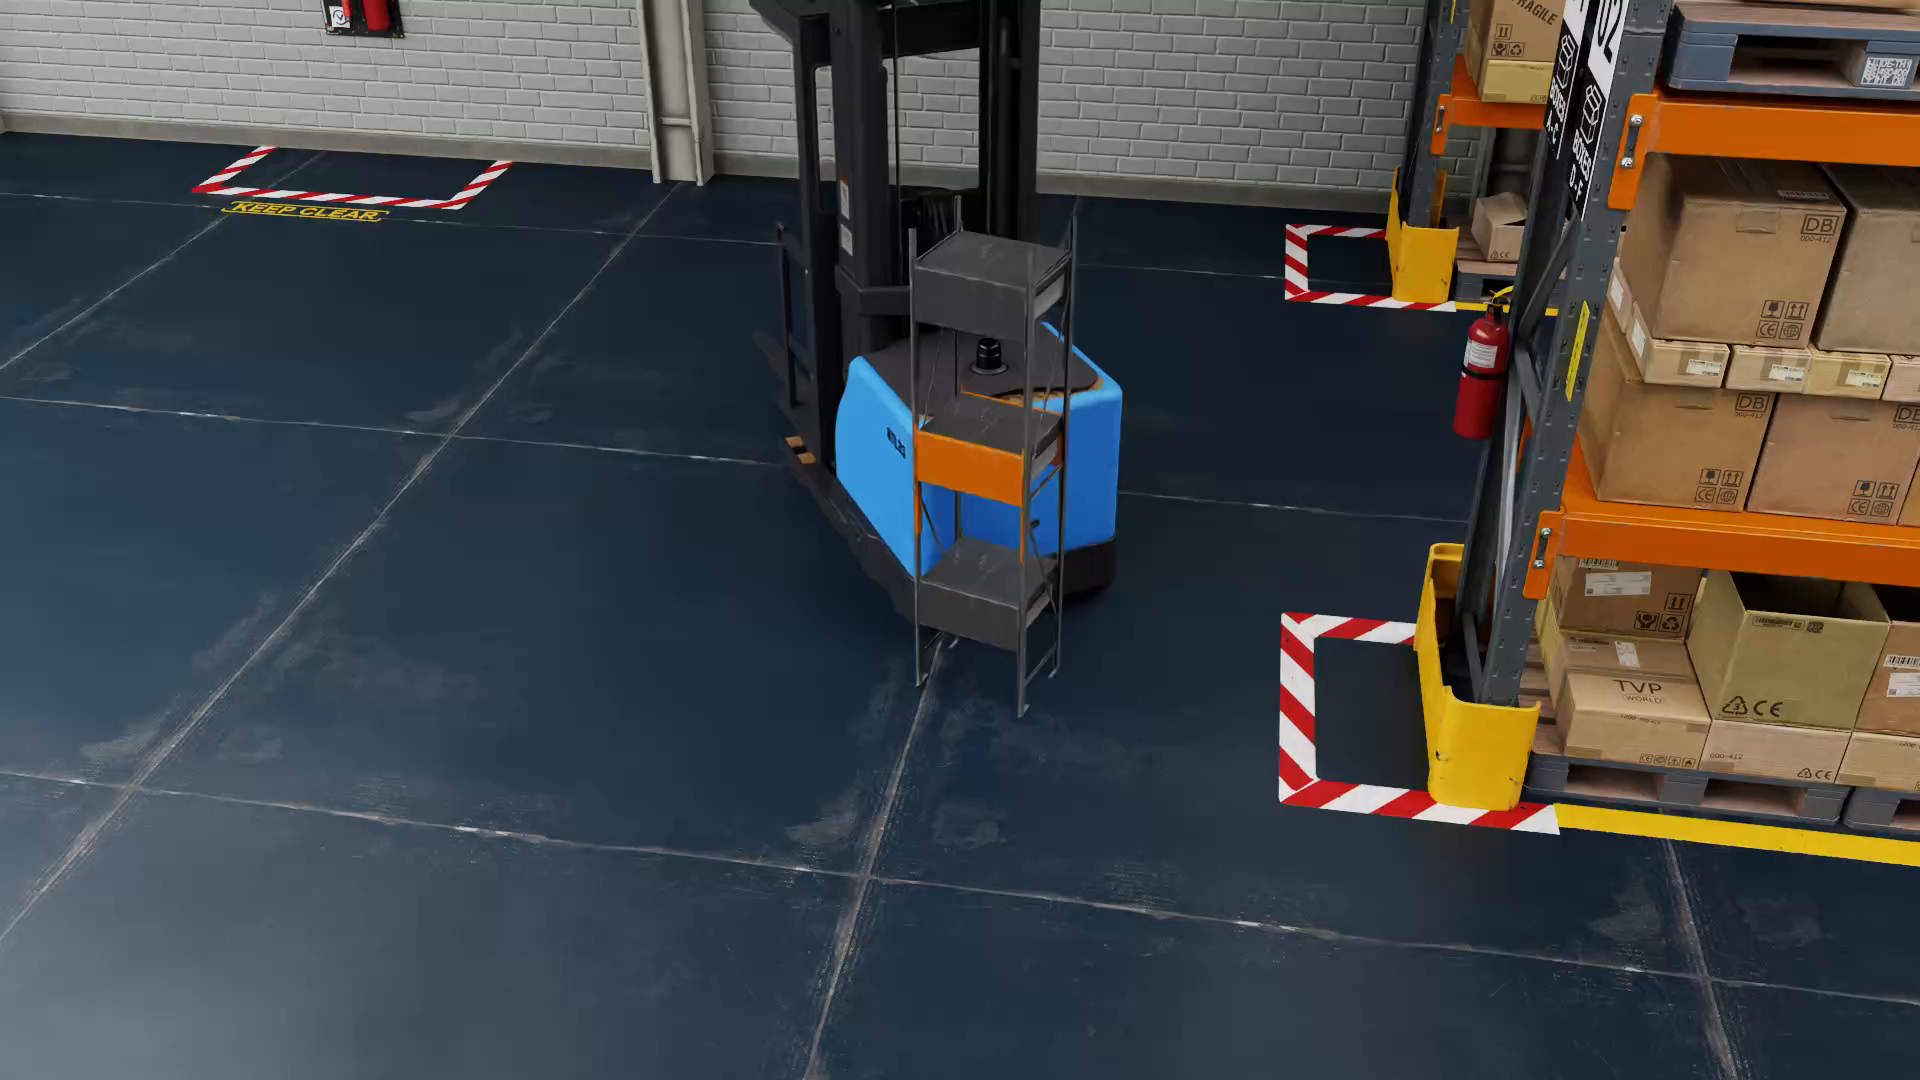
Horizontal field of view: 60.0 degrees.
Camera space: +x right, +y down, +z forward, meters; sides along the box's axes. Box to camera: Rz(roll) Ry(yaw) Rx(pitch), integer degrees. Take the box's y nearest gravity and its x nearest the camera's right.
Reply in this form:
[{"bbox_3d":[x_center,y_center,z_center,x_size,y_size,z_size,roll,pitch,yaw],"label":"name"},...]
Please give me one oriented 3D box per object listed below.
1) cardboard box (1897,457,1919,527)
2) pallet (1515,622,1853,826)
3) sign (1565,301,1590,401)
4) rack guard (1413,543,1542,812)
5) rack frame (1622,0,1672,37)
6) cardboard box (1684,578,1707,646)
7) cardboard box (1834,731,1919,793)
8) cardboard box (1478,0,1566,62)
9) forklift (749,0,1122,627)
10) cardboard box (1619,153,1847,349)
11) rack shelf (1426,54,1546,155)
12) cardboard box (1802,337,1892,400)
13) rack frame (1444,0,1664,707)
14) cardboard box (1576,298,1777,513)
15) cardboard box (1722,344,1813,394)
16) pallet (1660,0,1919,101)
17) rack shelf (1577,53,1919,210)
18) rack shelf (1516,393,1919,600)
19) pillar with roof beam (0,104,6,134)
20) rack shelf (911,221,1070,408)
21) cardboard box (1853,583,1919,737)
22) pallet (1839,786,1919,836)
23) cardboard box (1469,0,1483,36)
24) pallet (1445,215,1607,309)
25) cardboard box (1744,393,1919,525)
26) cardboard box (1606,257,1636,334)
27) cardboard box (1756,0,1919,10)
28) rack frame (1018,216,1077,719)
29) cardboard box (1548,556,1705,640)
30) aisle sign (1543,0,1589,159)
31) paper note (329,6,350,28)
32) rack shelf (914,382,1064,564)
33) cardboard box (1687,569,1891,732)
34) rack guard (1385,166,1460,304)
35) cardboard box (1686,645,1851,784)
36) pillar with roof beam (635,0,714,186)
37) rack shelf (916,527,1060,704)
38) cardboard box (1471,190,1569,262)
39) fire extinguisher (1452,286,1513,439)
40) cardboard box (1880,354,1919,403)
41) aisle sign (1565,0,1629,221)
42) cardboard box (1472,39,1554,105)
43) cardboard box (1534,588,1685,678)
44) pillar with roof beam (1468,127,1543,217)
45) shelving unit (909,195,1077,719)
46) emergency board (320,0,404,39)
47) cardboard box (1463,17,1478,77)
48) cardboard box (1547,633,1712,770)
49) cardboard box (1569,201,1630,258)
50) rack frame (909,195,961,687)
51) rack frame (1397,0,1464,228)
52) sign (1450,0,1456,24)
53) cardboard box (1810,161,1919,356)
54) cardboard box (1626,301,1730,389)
[{"bbox_3d":[3.618,-0.419,5.998,0.500,0.500,0.700,5,32,9],"label":"cardboard box"},{"bbox_3d":[2.914,0.711,6.914,1.213,0.211,1.003,5,32,8],"label":"pallet"},{"bbox_3d":[2.054,-0.628,5.535,0.005,0.325,0.100,5,32,8],"label":"sign"},{"bbox_3d":[2.129,0.541,6.915,0.348,0.500,1.175,5,32,8],"label":"rack guard"},{"bbox_3d":[2.153,-3.060,4.657,0.127,3.000,1.000,5,32,8],"label":"rack frame"},{"bbox_3d":[3.226,0.402,6.976,0.500,0.250,0.500,5,32,8],"label":"cardboard box"},{"bbox_3d":[3.630,0.722,6.465,0.500,0.250,0.500,5,32,8],"label":"cardboard box"},{"bbox_3d":[3.403,-3.171,9.905,0.500,0.500,0.500,5,32,8],"label":"cardboard box"},{"bbox_3d":[-0.317,-1.617,8.070,1.130,2.935,3.031,-13,34,-20],"label":"forklift"},{"bbox_3d":[2.663,-1.056,5.793,0.500,0.500,0.700,5,32,8],"label":"cardboard box"},{"bbox_3d":[4.954,-2.625,10.294,4.000,0.370,1.077,5,32,8],"label":"rack shelf"},{"bbox_3d":[3.010,-0.641,5.742,0.250,0.149,0.380,5,32,8],"label":"cardboard box"},{"bbox_3d":[2.153,-0.517,6.249,0.127,3.000,1.000,5,32,8],"label":"rack frame"},{"bbox_3d":[2.611,-0.511,6.145,0.500,0.500,0.700,5,32,8],"label":"cardboard box"},{"bbox_3d":[2.764,-0.664,5.779,0.250,0.149,0.380,4,32,7],"label":"cardboard box"},{"bbox_3d":[2.845,-1.674,5.354,1.213,0.211,1.003,5,32,8],"label":"pallet"},{"bbox_3d":[4.124,-1.305,5.358,4.000,0.370,1.077,5,32,8],"label":"rack shelf"},{"bbox_3d":[4.124,-0.033,6.154,4.000,0.370,1.077,5,32,8],"label":"rack shelf"},{"bbox_3d":[-8.735,-4.861,7.534,0.400,9.000,9.100,5,32,8],"label":"pillar with roof beam"},{"bbox_3d":[0.125,-0.870,6.367,0.480,0.518,0.431,15,35,23],"label":"rack shelf"},{"bbox_3d":[3.632,0.398,6.275,0.500,0.500,0.500,5,32,8],"label":"cardboard box"},{"bbox_3d":[4.113,0.822,6.738,1.213,0.211,1.003,5,32,8],"label":"pallet"},{"bbox_3d":[3.483,-3.440,10.334,0.500,0.500,0.500,5,32,8],"label":"cardboard box"},{"bbox_3d":[3.852,-1.828,10.972,1.213,0.211,1.003,5,32,8],"label":"pallet"},{"bbox_3d":[3.129,-0.467,6.074,0.500,0.500,0.700,6,33,9],"label":"cardboard box"},{"bbox_3d":[2.562,-0.900,6.155,0.250,0.149,0.380,5,32,7],"label":"cardboard box"},{"bbox_3d":[2.719,-2.016,5.191,0.637,0.503,0.797,7,33,12],"label":"cardboard box"},{"bbox_3d":[0.343,-0.229,6.637,0.015,2.100,0.400,15,35,23],"label":"rack frame"},{"bbox_3d":[2.732,0.045,6.840,0.500,0.500,0.500,5,32,8],"label":"cardboard box"},{"bbox_3d":[2.137,-1.778,5.814,0.004,0.787,0.394,5,32,8],"label":"aisle sign"},{"bbox_3d":[-4.689,-3.953,12.568,0.142,0.148,0.016,5,32,8],"label":"paper note"},{"bbox_3d":[0.125,-0.277,6.739,0.480,0.518,0.431,15,35,23],"label":"rack shelf"},{"bbox_3d":[3.137,0.361,6.336,0.500,0.500,0.500,5,32,8],"label":"cardboard box"},{"bbox_3d":[3.057,-2.042,11.041,0.348,0.500,1.175,5,32,8],"label":"rack guard"},{"bbox_3d":[3.138,0.678,6.536,0.500,0.250,0.500,5,32,8],"label":"cardboard box"},{"bbox_3d":[-2.821,-4.325,6.678,0.400,9.000,9.100,5,32,8],"label":"pillar with roof beam"},{"bbox_3d":[0.125,0.317,7.110,0.480,0.518,0.431,15,35,23],"label":"rack shelf"},{"bbox_3d":[3.649,-2.046,10.811,0.500,0.311,0.500,2,32,3],"label":"cardboard box"},{"bbox_3d":[2.114,-0.738,6.674,0.183,0.674,0.296,5,32,8],"label":"fire extinguisher"},{"bbox_3d":[3.258,-0.618,5.704,0.250,0.149,0.380,5,32,7],"label":"cardboard box"},{"bbox_3d":[2.037,-1.465,5.312,0.004,0.787,0.394,5,32,8],"label":"aisle sign"},{"bbox_3d":[3.410,-2.843,10.088,0.500,0.250,0.500,4,32,7],"label":"cardboard box"},{"bbox_3d":[2.731,0.364,7.037,0.500,0.250,0.500,5,32,8],"label":"cardboard box"},{"bbox_3d":[3.094,-3.789,5.822,0.400,9.000,9.100,5,32,8],"label":"pillar with roof beam"},{"bbox_3d":[0.125,-0.288,6.731,0.503,2.100,0.431,15,35,23],"label":"shelving unit"},{"bbox_3d":[-4.526,-4.274,12.251,0.643,1.169,0.194,5,32,8],"label":"emergency board"},{"bbox_3d":[3.476,-3.113,10.518,0.500,0.250,0.500,6,32,9],"label":"cardboard box"},{"bbox_3d":[2.644,0.635,6.604,0.500,0.250,0.500,5,32,8],"label":"cardboard box"},{"bbox_3d":[4.211,-1.995,10.730,0.500,0.311,0.500,8,33,12],"label":"cardboard box"},{"bbox_3d":[-0.092,-0.347,6.825,0.015,2.100,0.400,15,35,23],"label":"rack frame"},{"bbox_3d":[2.983,-3.108,10.388,0.127,3.000,1.000,5,32,8],"label":"rack frame"},{"bbox_3d":[2.891,-3.191,9.705,0.005,0.325,0.100,5,32,8],"label":"sign"},{"bbox_3d":[3.182,-1.012,5.723,0.500,0.500,0.700,4,32,7],"label":"cardboard box"},{"bbox_3d":[2.503,-0.687,5.814,0.250,0.149,0.380,5,32,8],"label":"cardboard box"}]
